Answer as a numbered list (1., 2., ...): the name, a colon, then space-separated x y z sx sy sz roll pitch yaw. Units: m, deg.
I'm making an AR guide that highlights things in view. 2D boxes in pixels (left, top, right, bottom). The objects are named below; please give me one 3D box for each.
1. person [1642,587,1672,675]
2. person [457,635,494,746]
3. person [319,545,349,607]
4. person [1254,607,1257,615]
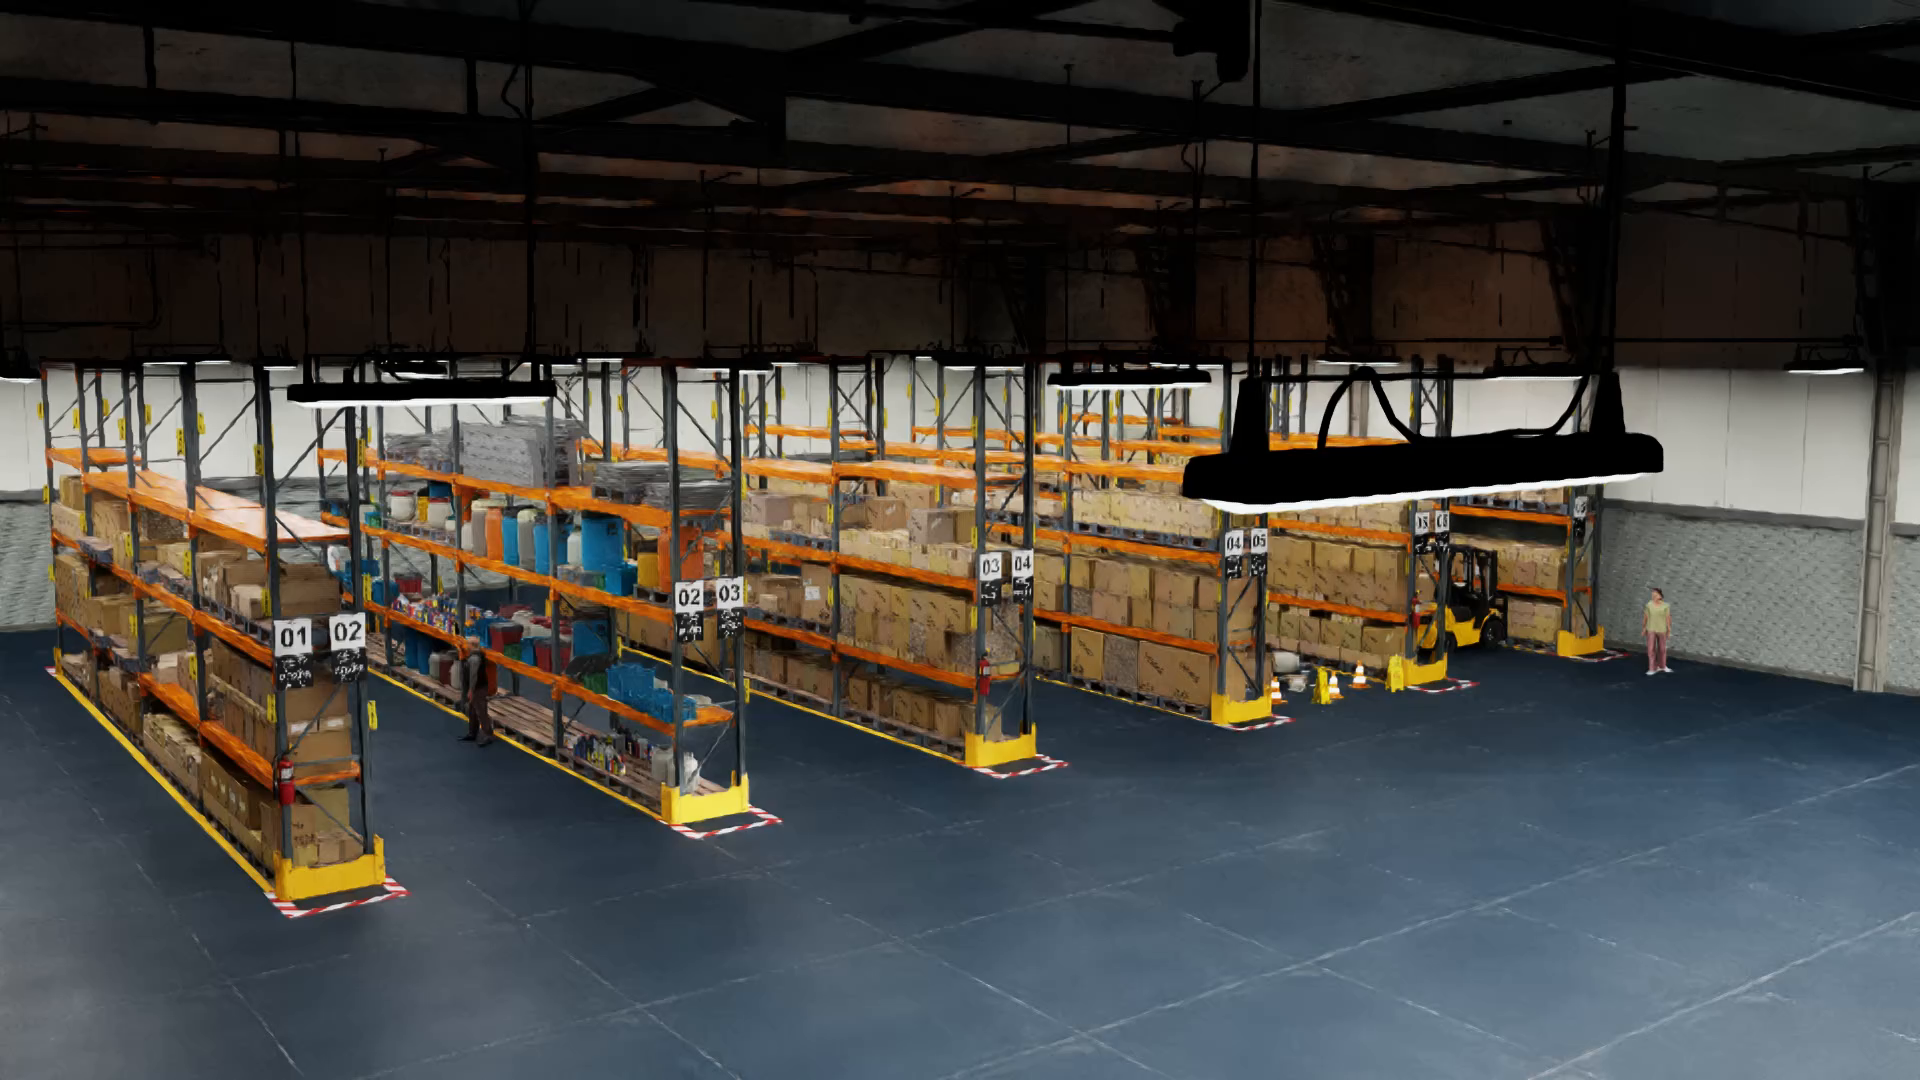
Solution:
1. person: 13.295 1.718 31.665 0.566 1.664 0.538 3 8 25
2. person: -7.632 2.336 26.100 0.581 1.718 0.640 -2 7 -13
3. person: -14.745 0.750 39.070 0.703 1.777 0.459 2 7 20
4. person: 6.470 0.926 37.529 0.577 1.785 0.655 -1 7 -7
